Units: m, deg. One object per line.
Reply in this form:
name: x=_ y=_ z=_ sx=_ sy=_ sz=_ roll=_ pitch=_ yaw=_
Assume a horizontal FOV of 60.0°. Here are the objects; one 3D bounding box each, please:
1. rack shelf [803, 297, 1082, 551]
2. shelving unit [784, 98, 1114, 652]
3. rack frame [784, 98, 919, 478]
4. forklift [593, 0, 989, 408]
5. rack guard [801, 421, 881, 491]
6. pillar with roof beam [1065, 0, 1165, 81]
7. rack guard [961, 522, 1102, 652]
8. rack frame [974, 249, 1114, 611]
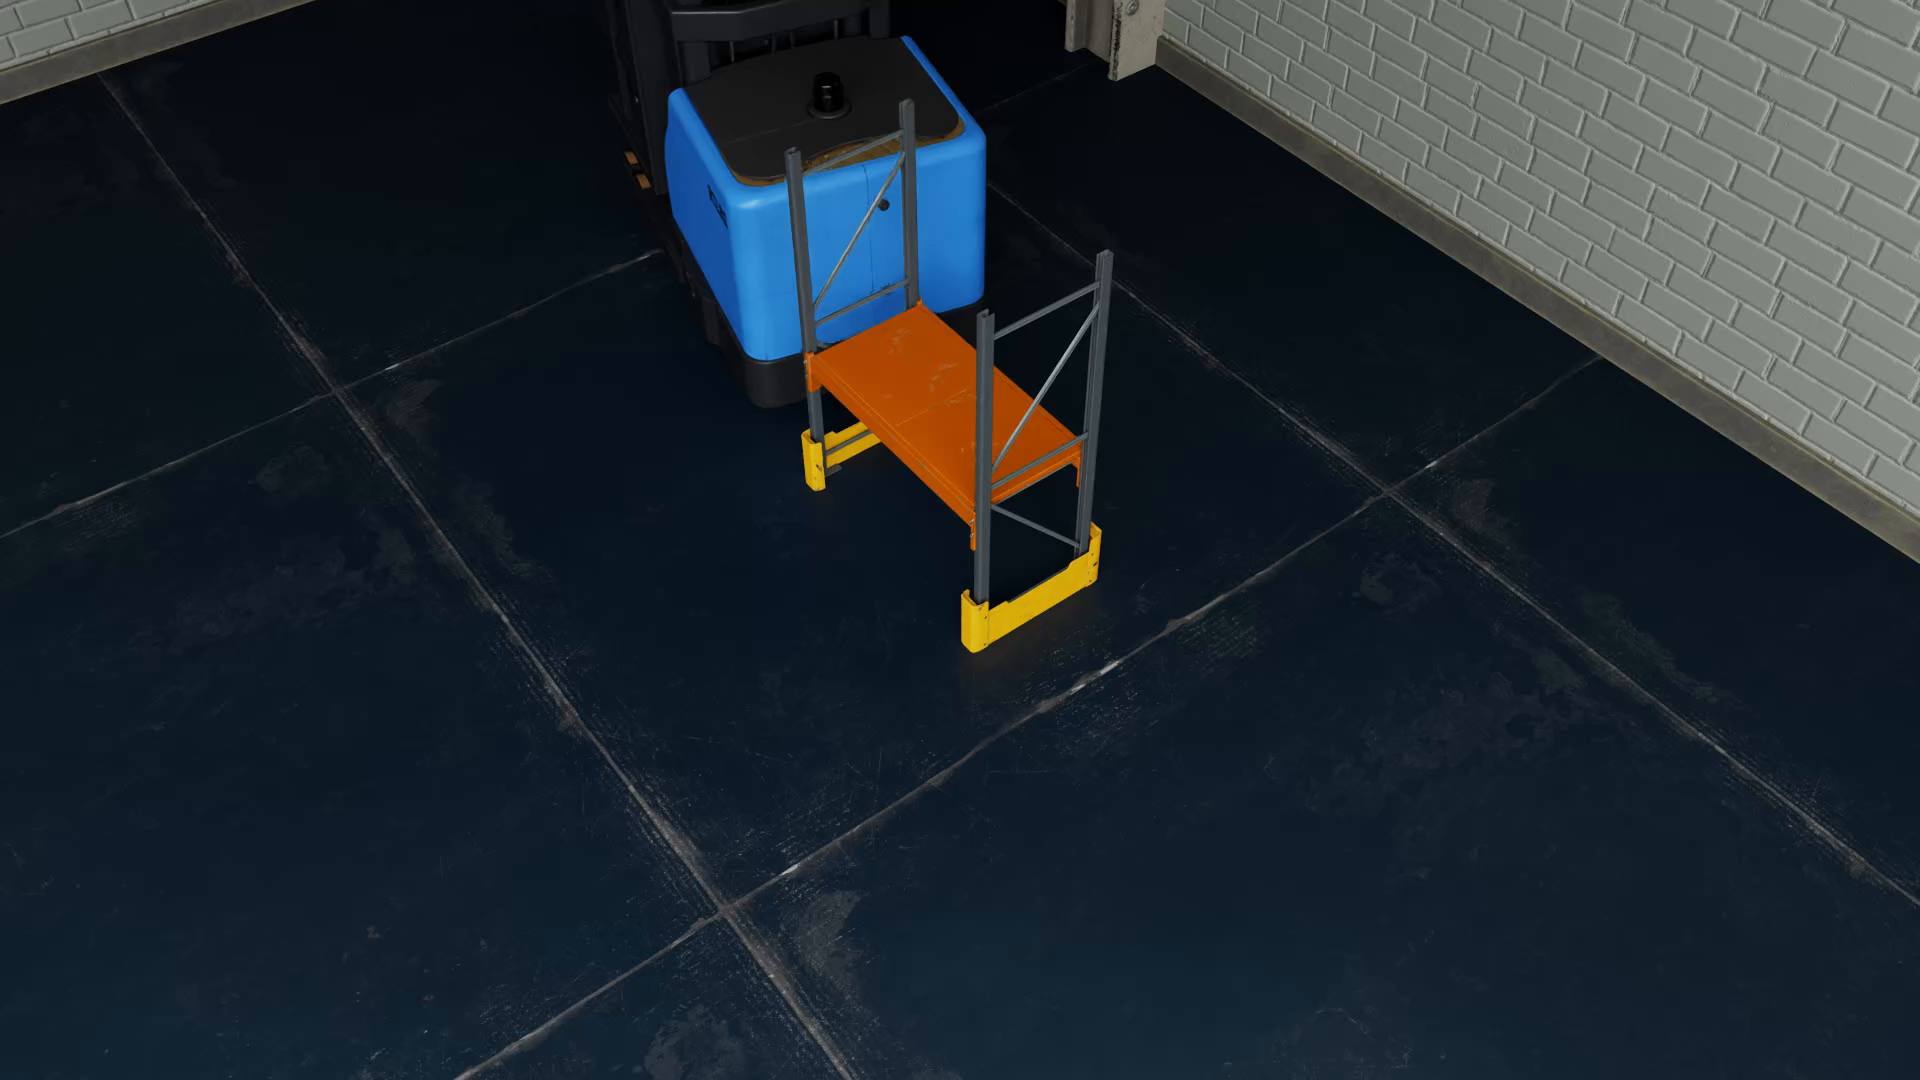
rack shelf: x=-0.052 y=-0.433 z=5.873 sx=0.538 sy=0.185 sz=1.000 roll=-29 pitch=54 yaw=-24
shelving unit: x=-0.046 y=-0.549 z=5.735 sx=0.587 sy=1.500 sz=1.083 roll=-29 pitch=54 yaw=-24
rack frame: x=-0.359 y=-0.854 z=6.012 sx=0.500 sy=1.500 sz=0.032 roll=-29 pitch=54 yaw=-24
forklift: x=-0.937 y=-2.619 z=6.646 sx=1.130 sy=2.935 sz=3.031 roll=-18 pitch=50 yaw=-16
rack guard: x=-0.348 y=-0.423 z=6.464 sx=0.587 sy=0.250 sz=0.087 roll=-29 pitch=54 yaw=-24
pillar with roof beam: x=-2.651 y=-3.574 z=3.416 sx=9.100 sy=9.000 sz=0.400 roll=-29 pitch=54 yaw=-24
rack guard: x=0.255 y=0.165 z=5.932 sx=0.587 sy=0.250 sz=0.087 roll=-29 pitch=54 yaw=-24
rack frame: x=0.256 y=-0.254 z=5.468 sx=0.500 sy=1.500 sz=0.032 roll=-29 pitch=54 yaw=-24
